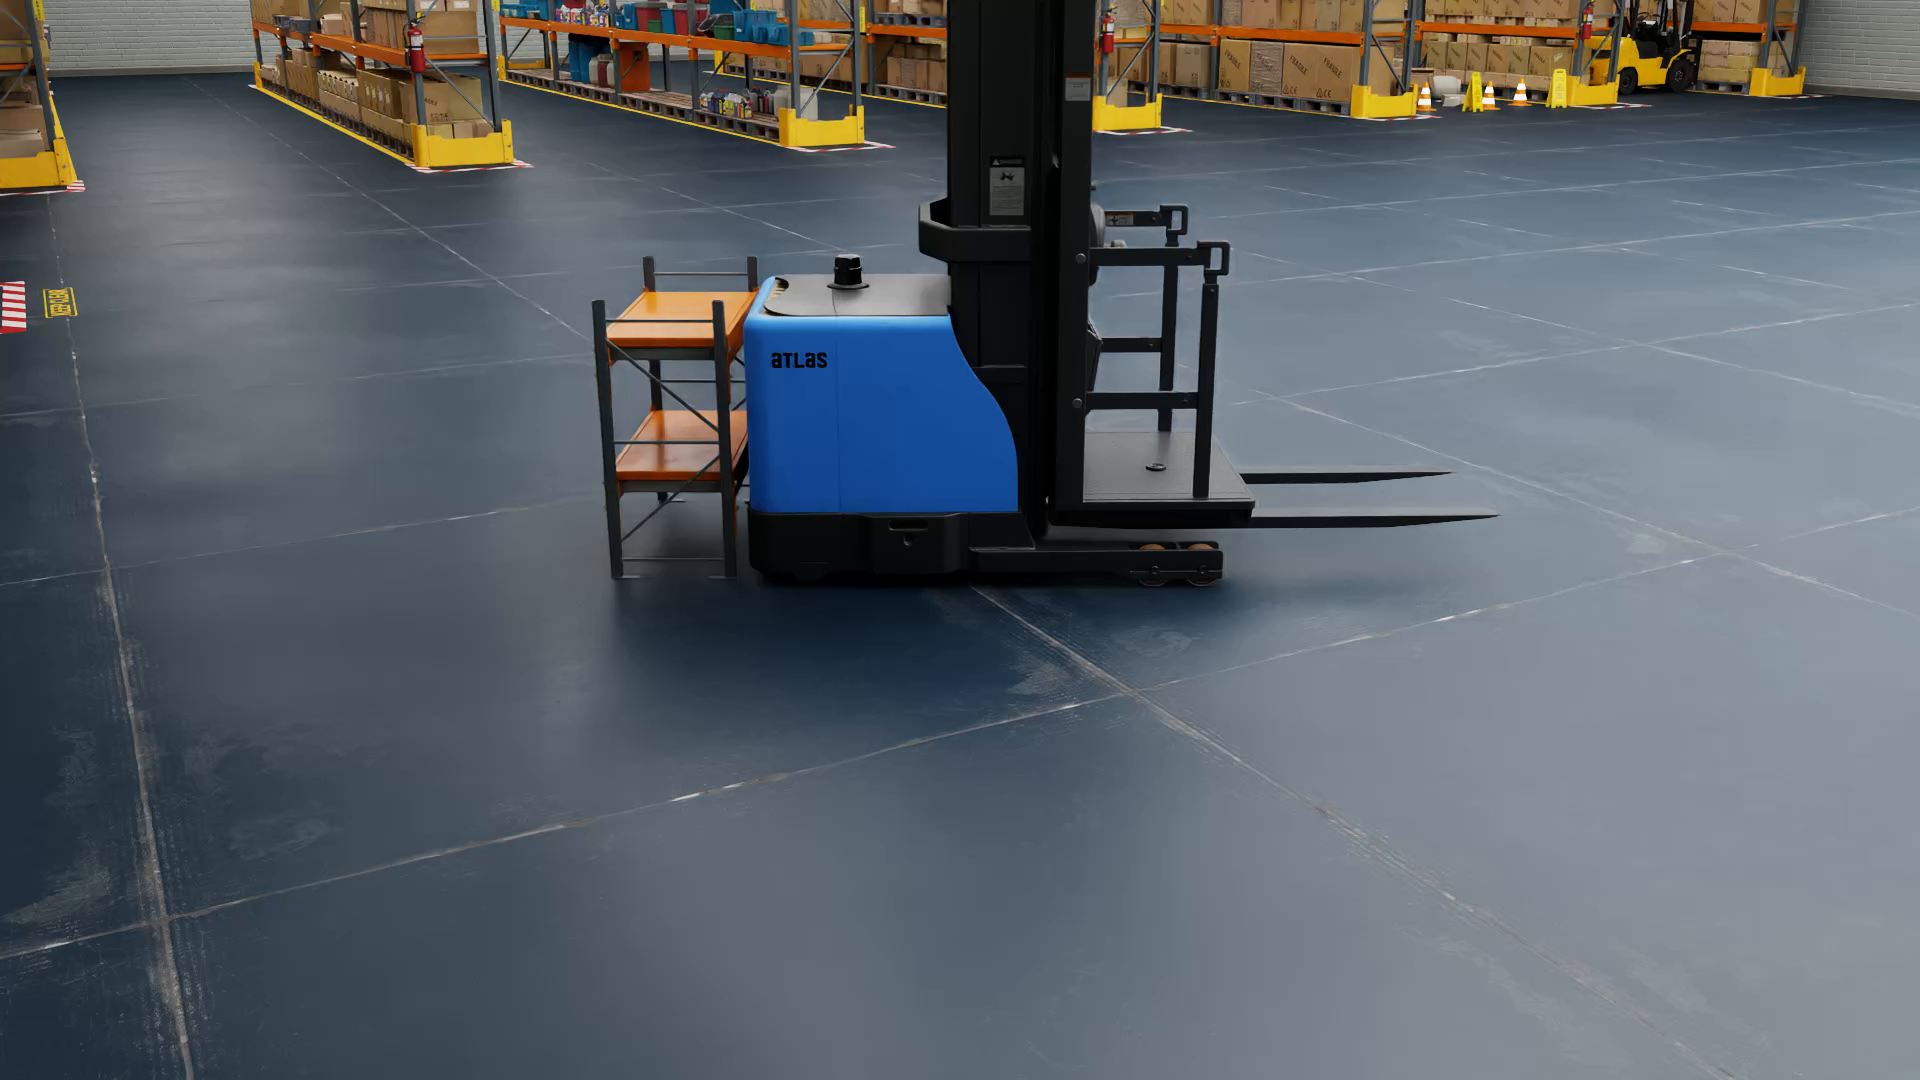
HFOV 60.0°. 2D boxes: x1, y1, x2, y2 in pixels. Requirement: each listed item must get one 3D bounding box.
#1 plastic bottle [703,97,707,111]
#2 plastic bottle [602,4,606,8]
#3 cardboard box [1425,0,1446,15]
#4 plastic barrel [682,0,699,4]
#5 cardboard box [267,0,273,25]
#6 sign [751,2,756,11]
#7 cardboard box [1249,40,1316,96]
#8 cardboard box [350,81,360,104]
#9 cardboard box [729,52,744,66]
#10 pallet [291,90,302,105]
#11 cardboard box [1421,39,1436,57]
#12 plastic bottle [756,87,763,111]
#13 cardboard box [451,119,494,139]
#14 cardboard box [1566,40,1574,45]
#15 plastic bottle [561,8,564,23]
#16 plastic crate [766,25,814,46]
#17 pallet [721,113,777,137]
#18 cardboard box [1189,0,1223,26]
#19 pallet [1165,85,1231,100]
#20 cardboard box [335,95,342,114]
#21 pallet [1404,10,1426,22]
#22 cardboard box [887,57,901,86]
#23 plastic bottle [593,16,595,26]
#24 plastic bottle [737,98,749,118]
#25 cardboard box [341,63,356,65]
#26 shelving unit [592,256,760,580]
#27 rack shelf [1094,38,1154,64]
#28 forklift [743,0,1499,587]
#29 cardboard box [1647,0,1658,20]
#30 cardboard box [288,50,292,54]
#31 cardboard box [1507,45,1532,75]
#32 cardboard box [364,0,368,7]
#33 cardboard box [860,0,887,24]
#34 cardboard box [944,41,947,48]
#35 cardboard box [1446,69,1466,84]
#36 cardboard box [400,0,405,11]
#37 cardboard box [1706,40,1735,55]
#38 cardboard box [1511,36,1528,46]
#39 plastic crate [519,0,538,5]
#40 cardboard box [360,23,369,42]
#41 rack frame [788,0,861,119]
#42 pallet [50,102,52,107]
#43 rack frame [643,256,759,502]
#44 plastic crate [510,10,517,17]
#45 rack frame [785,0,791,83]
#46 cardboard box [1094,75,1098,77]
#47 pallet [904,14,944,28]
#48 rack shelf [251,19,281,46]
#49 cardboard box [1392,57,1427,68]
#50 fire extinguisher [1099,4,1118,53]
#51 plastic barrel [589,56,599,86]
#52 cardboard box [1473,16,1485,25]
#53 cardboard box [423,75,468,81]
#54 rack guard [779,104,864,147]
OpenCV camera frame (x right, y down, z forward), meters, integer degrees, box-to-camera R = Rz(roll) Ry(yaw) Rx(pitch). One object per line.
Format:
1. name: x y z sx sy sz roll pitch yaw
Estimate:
1. plastic bottle: -3.916 -6.735 25.666 0.097 0.201 0.097 0 19 0
2. plastic bottle: -6.804 -10.098 31.873 0.144 0.351 0.185 -10 21 -27
3. cardboard box: 9.315 -10.359 31.943 0.500 0.500 0.500 -10 21 -27
4. plastic barrel: -4.339 -8.622 27.310 0.433 0.535 0.433 0 19 0
5. cardboard box: -12.598 -9.867 30.975 0.500 0.500 0.500 -9 21 -25
6. sign: -3.240 -8.251 26.020 0.100 0.325 0.005 -10 21 -27
7. cardboard box: 5.711 -8.289 29.169 0.875 0.875 0.875 -10 21 -26
8. cardboard box: -8.535 -6.508 24.104 0.500 0.311 0.500 -10 21 -27
9. cardboard box: -4.694 -11.273 37.816 0.875 0.875 0.875 -10 21 -27
10. pallet: -11.470 -8.023 30.058 1.003 0.211 1.213 -10 21 -27
11. cardboard box: 11.200 -11.509 39.074 0.500 0.500 0.500 -10 22 -27
12. plastic bottle: -3.079 -6.799 25.622 0.144 0.351 0.185 -11 22 -29
13. cardboard box: -6.250 -5.211 21.206 0.500 0.250 0.500 -10 21 -27
14. cardboard box: 13.460 -10.334 35.479 0.875 0.625 0.625 -9 21 -24
15. plastic bottle: -7.549 -10.006 31.728 0.097 0.271 0.097 0 19 0
16. plastic crate: -2.331 -6.917 22.806 0.499 0.251 0.616 -10 21 -27
17. pallet: -2.864 -6.170 24.689 1.003 0.211 1.213 -10 21 -27
18. cardboard box: 4.560 -9.700 30.491 0.500 0.500 0.500 -10 21 -27
19. pallet: 4.610 -8.436 31.256 1.003 0.211 1.213 -10 21 -27
20. cardboard box: -9.265 -6.683 25.473 0.500 0.250 0.500 -10 21 -26
21. pallet: 9.116 -10.492 33.232 1.003 0.211 1.213 -10 21 -27
22. cardboard box: -0.934 -8.791 31.166 0.700 0.500 0.500 -11 22 -30
23. plastic bottle: -6.576 -9.385 30.034 0.097 0.201 0.097 0 19 0
24. plastic bottle: -3.183 -6.346 24.426 0.152 0.276 0.135 -10 21 -26
25. cardboard box: -10.694 -8.065 29.062 0.500 0.500 0.500 -11 22 -28
26. shelving unit: -1.143 -0.544 6.983 0.538 1.125 1.048 0 19 1
27. rack shelf: 1.579 -7.891 26.505 1.077 0.370 4.000 -10 21 -27
28. forklift: 0.665 -1.373 6.617 3.031 2.935 1.130 0 19 -1
29. cardboard box: 14.202 -10.698 33.381 0.500 0.500 0.500 -10 22 -27
30. cardboard box: -13.314 -9.625 33.585 0.500 0.500 0.500 -10 21 -27
31. cardboard box: 10.390 -8.784 30.412 0.500 0.500 0.500 -9 21 -25
32. cardboard box: -8.014 -7.447 22.966 0.380 0.149 0.250 -10 21 -26
33. cardboard box: -1.722 -10.104 31.662 0.500 0.500 0.500 -9 21 -25
34. cardboard box: -0.148 -11.626 39.041 0.380 0.149 0.250 -9 21 -25
35. cardboard box: 9.657 -8.876 31.828 0.500 0.250 0.500 -9 21 -24
36. cardboard box: -6.787 -6.706 20.820 0.380 0.149 0.250 -10 22 -27
37. cardboard box: 14.876 -9.563 32.285 0.500 0.250 0.500 -10 21 -26
38. cardboard box: 10.291 -9.109 30.359 0.380 0.149 0.250 -10 21 -26
39. plastic crate: -9.104 -11.461 35.601 0.616 0.435 0.499 -10 21 -27
40. cardboard box: -8.363 -7.336 24.022 0.500 0.250 0.500 -9 21 -23
41. rack frame: -1.830 -6.890 22.500 1.000 3.000 0.127 -10 21 -27
42. pallet: -15.231 -6.922 26.867 1.003 0.211 1.213 -10 21 -27
43. rack frame: -1.137 -0.710 7.464 0.500 1.125 0.032 0 19 1
44. plastic crate: -9.199 -10.965 34.623 0.250 0.136 0.298 -10 21 -27
45. rack frame: -3.169 -11.102 34.706 1.000 3.000 0.127 -10 21 -27
46. cardboard box: 1.933 -7.022 26.071 0.500 0.500 0.500 -4 20 -12
47. pallet: -0.294 -9.301 29.782 1.003 0.211 1.213 -10 21 -27
48. rack shelf: -12.839 -9.803 32.044 1.077 0.370 4.000 -10 21 -27
49. cardboard box: 9.100 -9.447 33.295 0.950 0.372 0.625 -10 21 -26
50. fire extinguisher: 2.178 -7.516 24.434 0.296 0.674 0.183 -10 21 -27
51. plastic barrel: -6.759 -8.819 31.261 0.421 0.512 0.421 0 19 0
52. cardboard box: 9.817 -9.713 31.066 0.380 0.149 0.250 -10 21 -26
53. cardboard box: -6.738 -5.850 21.909 0.500 0.500 0.500 -10 21 -27
54. rack guard: -1.907 -5.723 22.950 1.175 0.500 0.348 -10 21 -27
